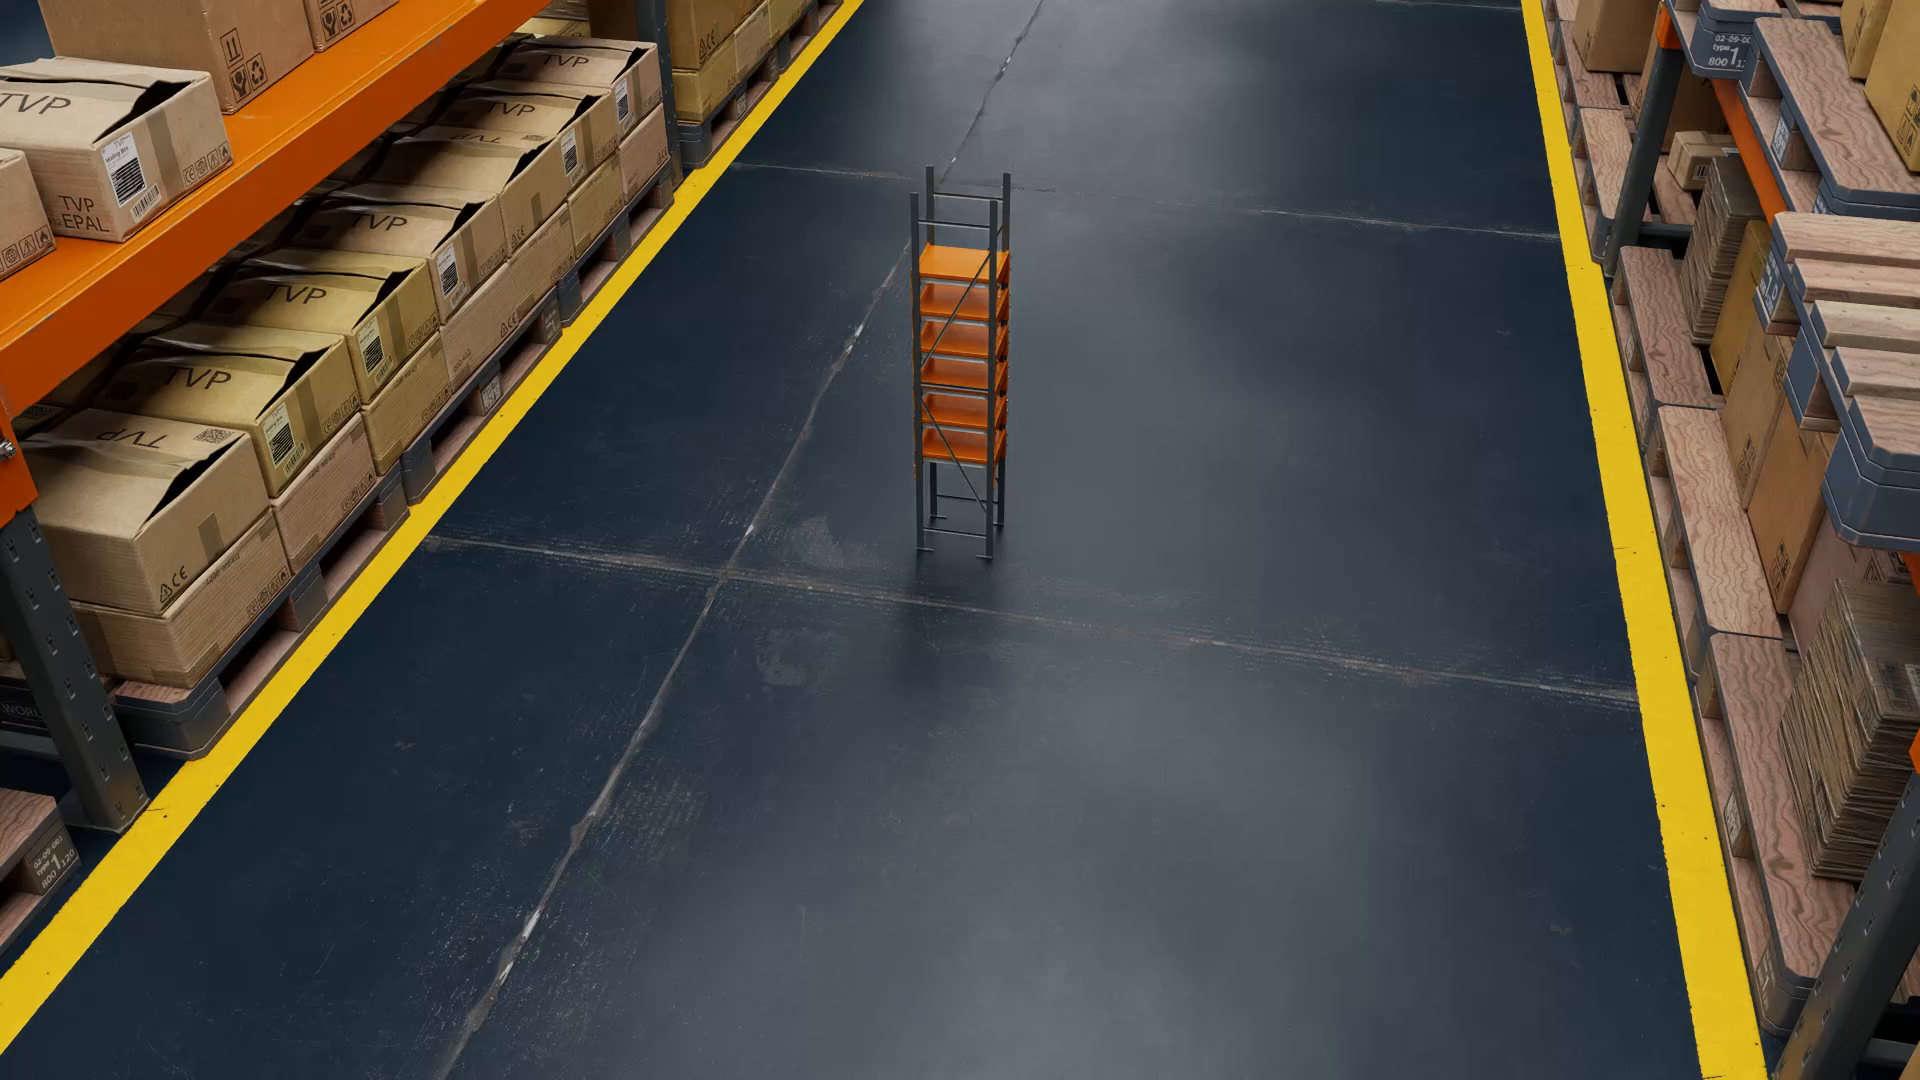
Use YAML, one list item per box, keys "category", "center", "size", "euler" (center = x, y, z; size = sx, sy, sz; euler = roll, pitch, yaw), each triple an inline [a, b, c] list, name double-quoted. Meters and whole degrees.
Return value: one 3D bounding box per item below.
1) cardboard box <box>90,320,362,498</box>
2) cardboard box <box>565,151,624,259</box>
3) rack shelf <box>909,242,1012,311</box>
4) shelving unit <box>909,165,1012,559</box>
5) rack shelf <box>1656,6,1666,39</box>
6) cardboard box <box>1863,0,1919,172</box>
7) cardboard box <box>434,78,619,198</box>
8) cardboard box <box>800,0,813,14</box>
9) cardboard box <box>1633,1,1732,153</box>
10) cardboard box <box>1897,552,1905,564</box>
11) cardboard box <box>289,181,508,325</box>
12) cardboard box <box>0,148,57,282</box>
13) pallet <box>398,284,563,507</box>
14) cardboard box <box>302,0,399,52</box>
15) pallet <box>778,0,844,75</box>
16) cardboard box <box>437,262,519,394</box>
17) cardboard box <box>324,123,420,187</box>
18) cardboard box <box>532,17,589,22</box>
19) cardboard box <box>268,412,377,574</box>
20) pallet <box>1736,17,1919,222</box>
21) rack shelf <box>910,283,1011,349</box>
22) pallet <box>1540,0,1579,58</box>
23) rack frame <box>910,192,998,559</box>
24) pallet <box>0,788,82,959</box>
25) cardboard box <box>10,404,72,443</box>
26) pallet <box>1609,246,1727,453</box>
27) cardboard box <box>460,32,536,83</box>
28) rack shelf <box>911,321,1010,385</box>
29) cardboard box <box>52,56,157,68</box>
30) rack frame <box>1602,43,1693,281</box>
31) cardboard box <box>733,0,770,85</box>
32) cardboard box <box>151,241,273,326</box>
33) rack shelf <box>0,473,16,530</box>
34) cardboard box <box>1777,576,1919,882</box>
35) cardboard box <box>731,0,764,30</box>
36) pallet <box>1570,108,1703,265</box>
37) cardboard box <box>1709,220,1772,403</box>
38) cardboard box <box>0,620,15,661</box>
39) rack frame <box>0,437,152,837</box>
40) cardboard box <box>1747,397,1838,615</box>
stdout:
- category: "cardboard box"
  center: [-2.094, -0.410, 4.767]
  size: [0.500, 0.311, 0.500]
  euler: [6, 36, 9]
- category: "cardboard box"
  center: [-1.658, -1.347, 6.537]
  size: [0.500, 0.250, 0.500]
  euler: [7, 36, 9]
- category: "rack shelf"
  center: [0.003, -0.750, 4.724]
  size: [0.258, 0.103, 0.180]
  euler: [7, 37, 10]
- category: "shelving unit"
  center: [0.003, -0.494, 4.909]
  size: [0.258, 1.200, 0.189]
  euler: [7, 37, 10]
- category: "rack shelf"
  center: [3.525, -3.091, 7.571]
  size: [1.077, 0.370, 4.000]
  euler: [7, 37, 10]
- category: "cardboard box"
  center: [2.578, -1.148, 3.818]
  size: [0.700, 0.500, 0.500]
  euler: [7, 37, 10]
- category: "cardboard box"
  center: [-1.654, -1.571, 6.368]
  size: [0.500, 0.311, 0.500]
  euler: [8, 37, 11]
- category: "cardboard box"
  center: [-1.023, -2.998, 8.816]
  size: [0.500, 0.250, 0.500]
  euler: [7, 37, 10]
- category: "cardboard box"
  center: [3.280, -2.001, 7.210]
  size: [0.500, 0.500, 0.500]
  euler: [5, 36, 6]
- category: "cardboard box"
  center: [2.529, -0.150, 4.017]
  size: [0.500, 0.250, 0.500]
  euler: [8, 37, 11]
- category: "cardboard box"
  center: [-1.874, -0.997, 5.577]
  size: [0.500, 0.311, 0.500]
  euler: [7, 36, 9]
- category: "cardboard box"
  center: [-2.477, -0.728, 3.774]
  size: [0.500, 0.311, 0.500]
  euler: [10, 37, 13]
- category: "pallet"
  center: [-2.120, -0.596, 5.893]
  size: [1.003, 0.211, 1.213]
  euler: [7, 37, 10]
- category: "cardboard box"
  center: [-2.142, -1.867, 5.185]
  size: [0.500, 0.500, 0.500]
  euler: [7, 37, 10]
- category: "pallet"
  center: [-1.274, -2.877, 9.040]
  size: [1.003, 0.211, 1.213]
  euler: [7, 37, 10]
- category: "cardboard box"
  center: [-1.877, -0.762, 5.730]
  size: [0.500, 0.250, 0.500]
  euler: [8, 37, 11]
- category: "cardboard box"
  center: [-2.296, -1.349, 6.062]
  size: [0.500, 0.311, 0.500]
  euler: [6, 36, 8]
- category: "cardboard box"
  center: [-1.741, -2.489, 8.114]
  size: [0.500, 0.250, 0.500]
  euler: [7, 37, 10]
- category: "cardboard box"
  center: [-2.092, -0.169, 4.913]
  size: [0.500, 0.250, 0.500]
  euler: [6, 36, 9]
- category: "pallet"
  center: [2.626, -1.004, 4.243]
  size: [1.003, 0.211, 1.213]
  euler: [7, 37, 10]
- category: "rack shelf"
  center: [0.003, -0.652, 4.795]
  size: [0.258, 0.103, 0.180]
  euler: [7, 37, 10]
- category: "pallet"
  center: [3.727, -2.894, 9.064]
  size: [1.003, 0.211, 1.213]
  euler: [7, 37, 10]
- category: "rack frame"
  center: [-0.016, -0.442, 4.837]
  size: [0.240, 1.200, 0.006]
  euler: [7, 37, 10]
- category: "pallet"
  center: [-2.794, 0.992, 3.702]
  size: [1.003, 0.211, 1.213]
  euler: [7, 37, 10]
- category: "cardboard box"
  center: [-2.726, -0.176, 4.444]
  size: [0.500, 0.311, 0.500]
  euler: [8, 37, 11]
- category: "pallet"
  center: [2.933, -0.660, 5.980]
  size: [1.003, 0.211, 1.213]
  euler: [7, 37, 10]
- category: "cardboard box"
  center: [-2.074, -1.932, 6.867]
  size: [0.500, 0.311, 0.500]
  euler: [7, 37, 10]
- category: "rack shelf"
  center: [0.003, -0.555, 4.865]
  size: [0.258, 0.103, 0.180]
  euler: [7, 37, 10]
- category: "cardboard box"
  center: [-2.380, -1.197, 4.560]
  size: [0.380, 0.149, 0.250]
  euler: [10, 37, 13]
- category: "rack frame"
  center: [3.097, -2.235, 5.778]
  size: [1.000, 3.000, 0.127]
  euler: [7, 37, 10]
- category: "cardboard box"
  center: [-1.236, -2.425, 8.024]
  size: [0.500, 0.250, 0.500]
  euler: [7, 37, 10]
- category: "cardboard box"
  center: [-2.511, -0.764, 5.255]
  size: [0.500, 0.311, 0.500]
  euler: [7, 37, 10]
- category: "rack shelf"
  center: [-3.024, 0.877, 2.097]
  size: [1.077, 0.370, 4.000]
  euler: [7, 37, 10]
- category: "cardboard box"
  center: [2.346, 0.473, 3.797]
  size: [0.700, 0.500, 0.500]
  euler: [8, 37, 11]
- category: "cardboard box"
  center: [-1.239, -2.729, 7.805]
  size: [0.500, 0.500, 0.500]
  euler: [7, 37, 10]
- category: "pallet"
  center: [3.206, -1.496, 7.134]
  size: [1.003, 0.211, 1.213]
  euler: [7, 37, 10]
- category: "cardboard box"
  center: [2.895, -0.675, 5.380]
  size: [0.700, 0.500, 0.500]
  euler: [7, 36, 9]
- category: "cardboard box"
  center: [-2.723, 0.050, 4.610]
  size: [0.500, 0.250, 0.500]
  euler: [8, 37, 11]
- category: "rack frame"
  center: [-2.597, -0.561, 3.468]
  size: [1.000, 3.000, 0.127]
  euler: [7, 37, 10]
- category: "cardboard box"
  center: [2.648, -0.096, 4.582]
  size: [0.700, 0.500, 0.500]
  euler: [7, 37, 10]
